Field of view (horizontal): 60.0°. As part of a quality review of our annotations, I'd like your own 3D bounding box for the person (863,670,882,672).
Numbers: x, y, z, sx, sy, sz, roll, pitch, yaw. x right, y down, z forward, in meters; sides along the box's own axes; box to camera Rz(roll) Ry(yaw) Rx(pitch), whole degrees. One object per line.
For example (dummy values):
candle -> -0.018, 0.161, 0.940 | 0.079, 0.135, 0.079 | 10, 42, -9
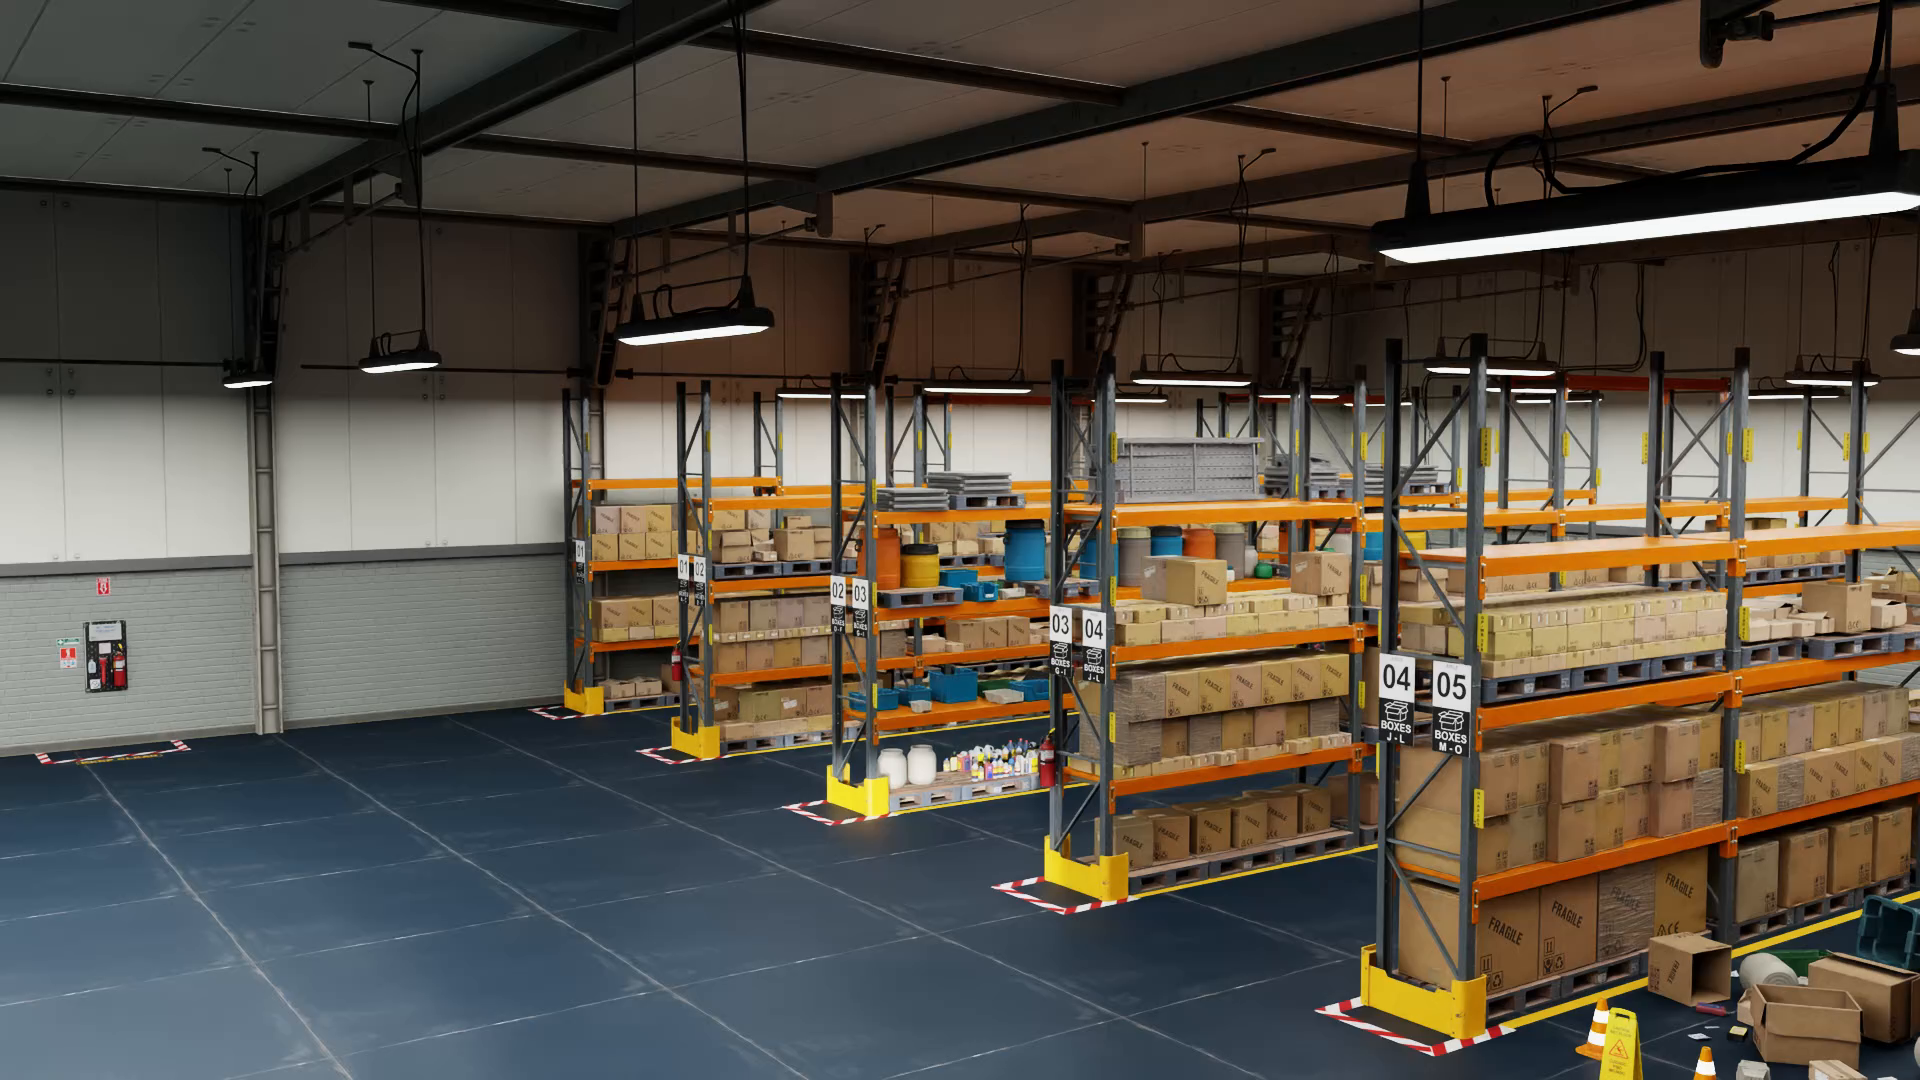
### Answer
person -> -1.727, 2.328, 30.643 | 0.620, 1.794, 0.798 | 3, 5, 42
